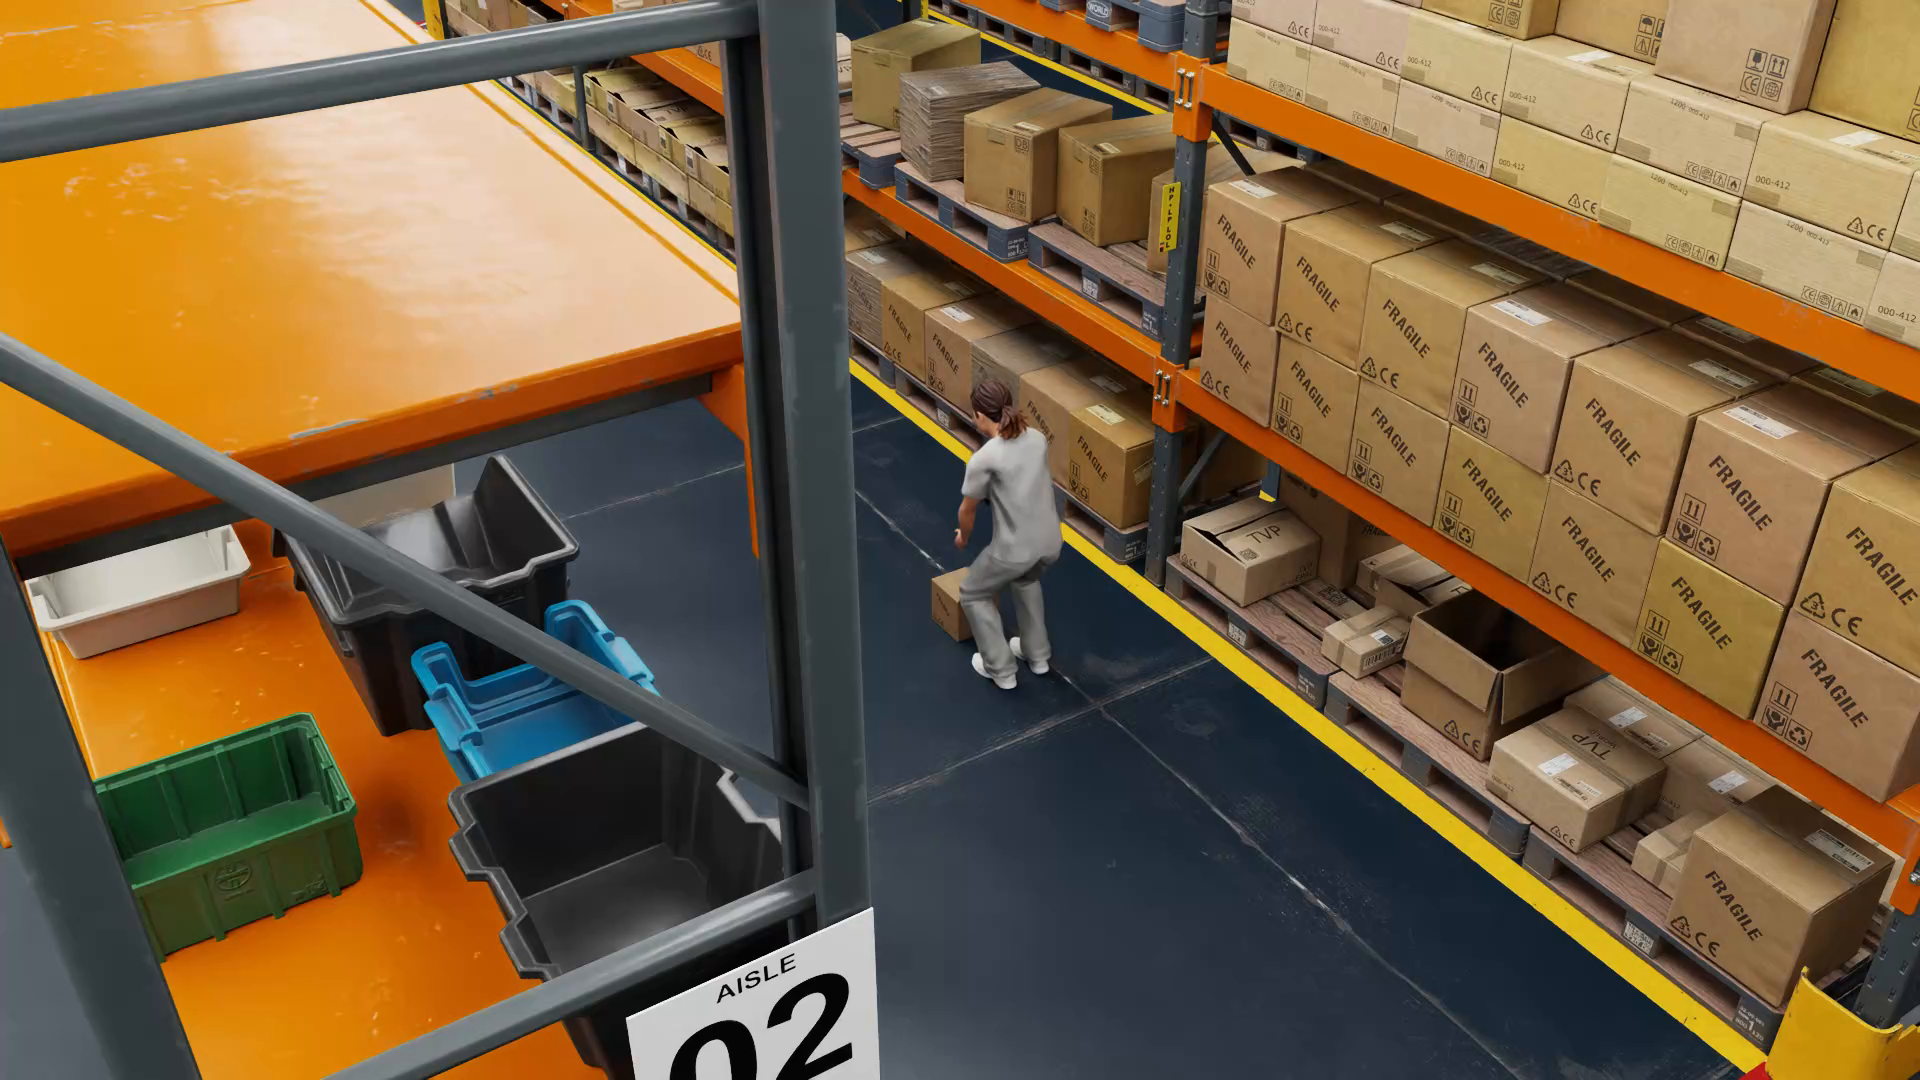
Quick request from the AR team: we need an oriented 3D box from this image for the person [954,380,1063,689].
[{"bbox_3d":[0.220,-0.007,7.851,0.480,1.537,0.507,-19,37,-26],"label":"person"}]
